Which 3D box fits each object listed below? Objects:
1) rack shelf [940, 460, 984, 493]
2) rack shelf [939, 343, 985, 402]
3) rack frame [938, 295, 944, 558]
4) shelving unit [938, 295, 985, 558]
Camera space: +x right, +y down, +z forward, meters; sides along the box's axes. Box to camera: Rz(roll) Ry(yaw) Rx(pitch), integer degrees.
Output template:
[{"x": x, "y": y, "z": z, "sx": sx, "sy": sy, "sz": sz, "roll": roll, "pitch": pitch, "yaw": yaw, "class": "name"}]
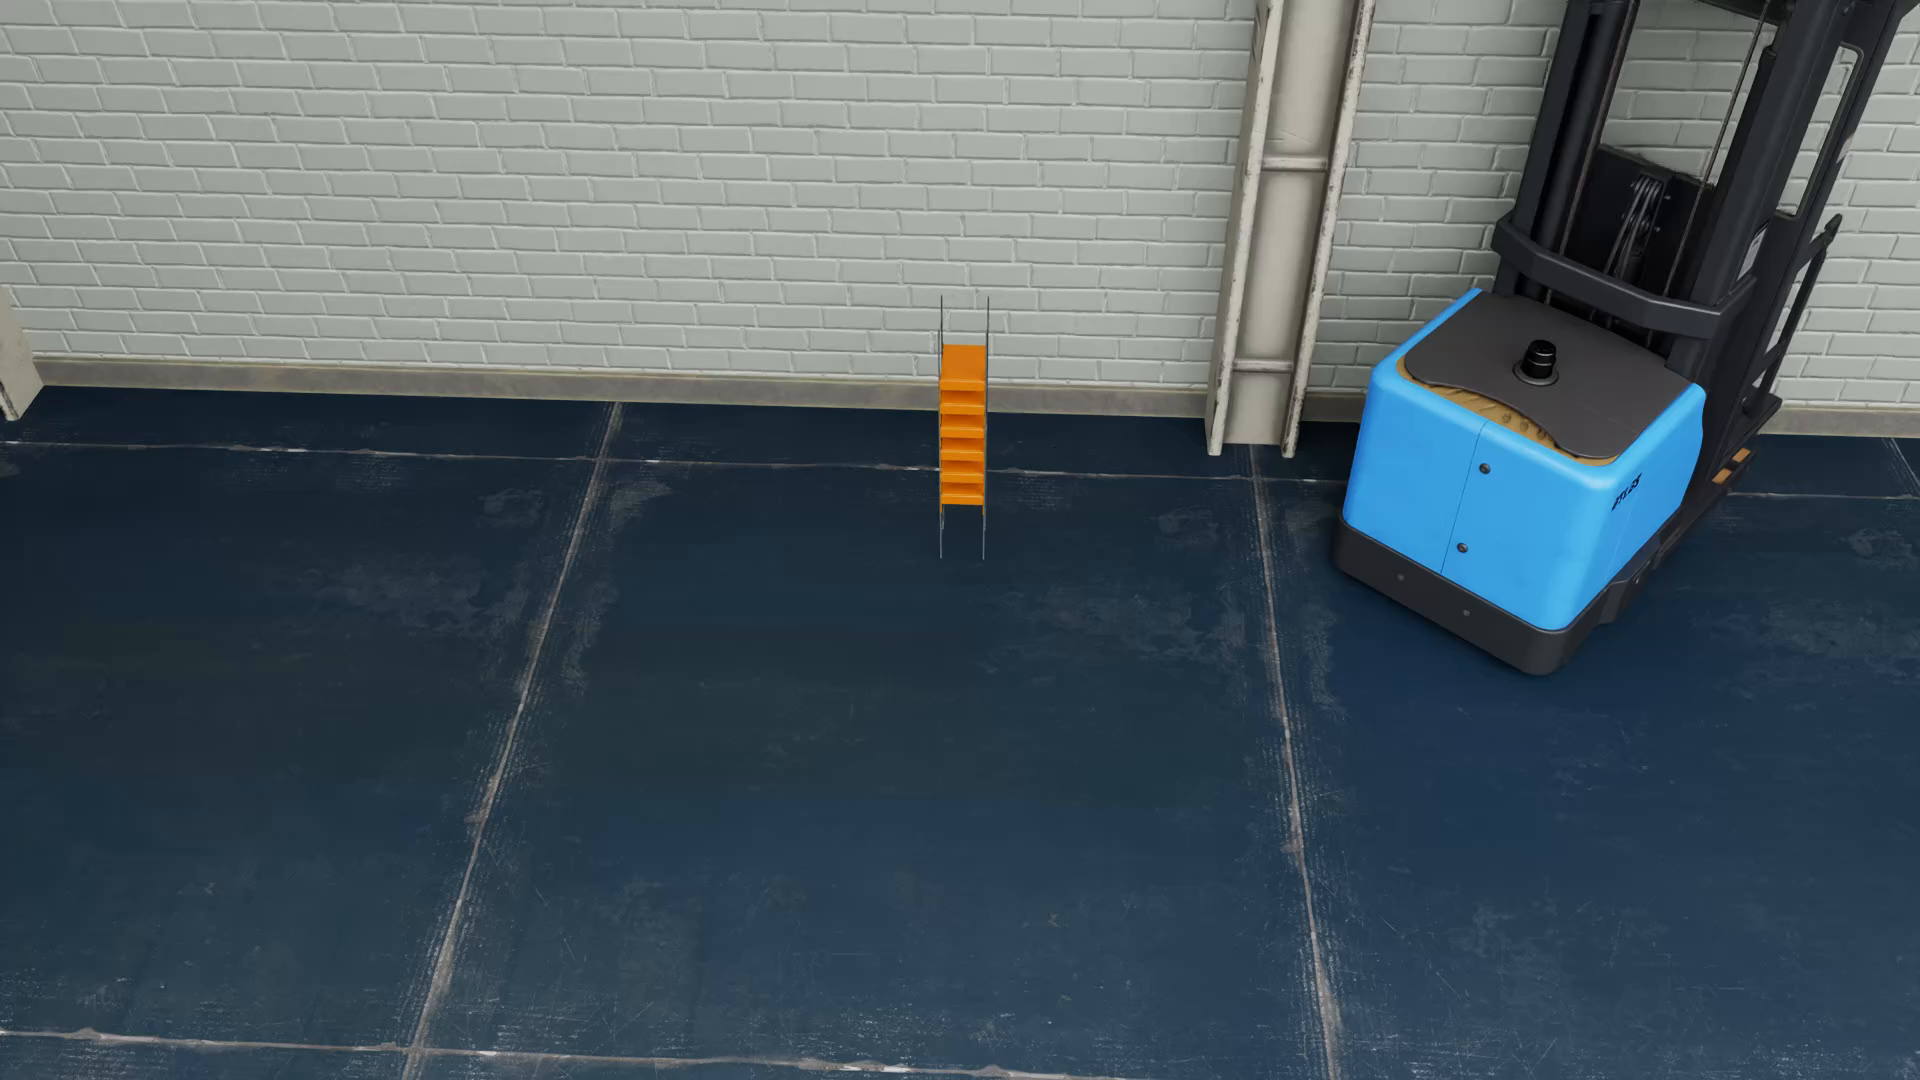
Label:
[{"x": 0.014, "y": -0.318, "z": 6.953, "sx": 0.180, "sy": 0.103, "sz": 0.258, "roll": 2, "pitch": 43, "yaw": 2, "class": "rack shelf"}, {"x": 0.014, "y": -0.669, "z": 6.625, "sx": 0.180, "sy": 0.103, "sz": 0.258, "roll": 2, "pitch": 43, "yaw": 2, "class": "rack shelf"}, {"x": -0.077, "y": -0.441, "z": 6.844, "sx": 0.006, "sy": 1.200, "sz": 0.240, "roll": 2, "pitch": 43, "yaw": 2, "class": "rack frame"}, {"x": -10.961, "y": 0.879, "z": 4.986, "sx": 21.905, "sy": 1.800, "sz": 5.752, "roll": 2, "pitch": 43, "yaw": 2, "class": "shelving unit"}]
